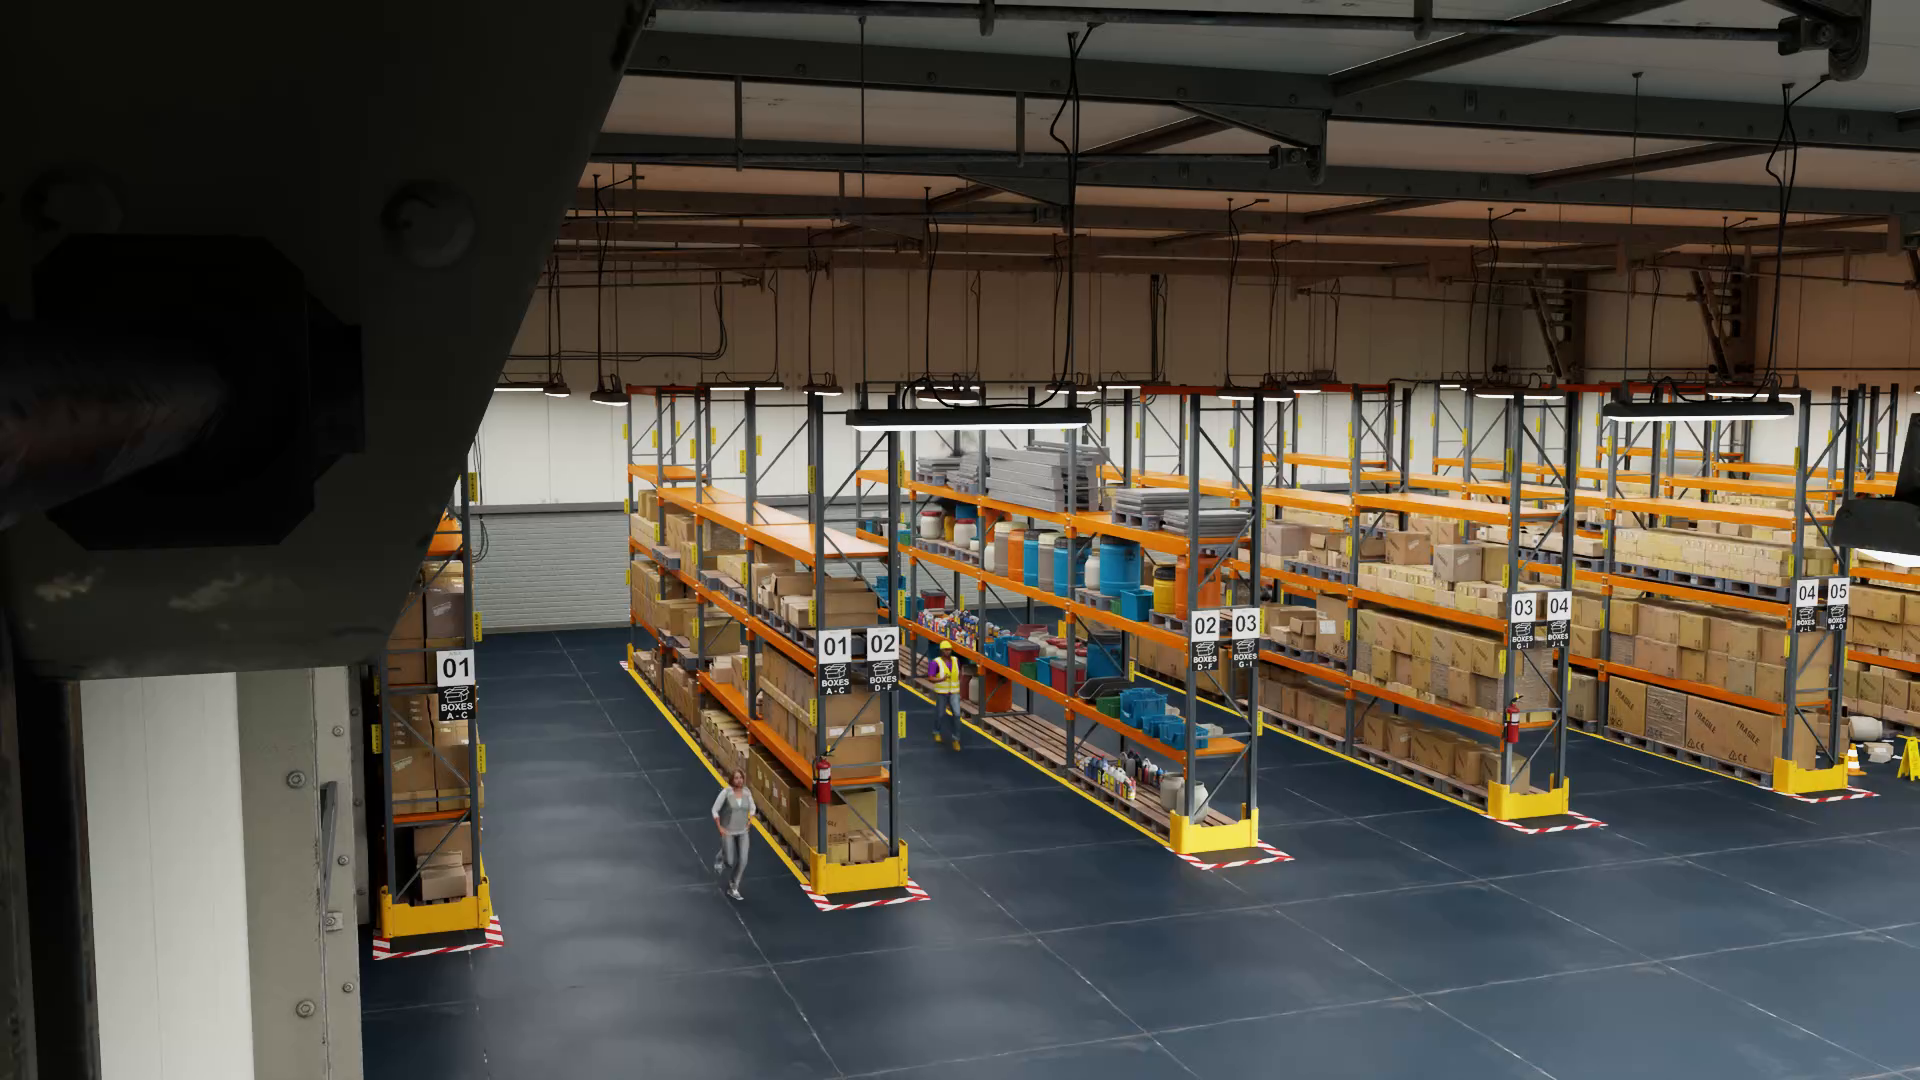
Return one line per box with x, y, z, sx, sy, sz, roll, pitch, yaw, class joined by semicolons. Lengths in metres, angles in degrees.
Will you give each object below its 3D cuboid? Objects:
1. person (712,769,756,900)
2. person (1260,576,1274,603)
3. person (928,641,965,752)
-2.723;3.515;20.074;0.547;1.554;0.574;-3;6;-24;person
6.852;1.665;36.981;0.663;1.762;0.889;-1;6;-10;person
-0.226;2.582;27.769;0.676;1.825;0.791;-2;6;-18;person
